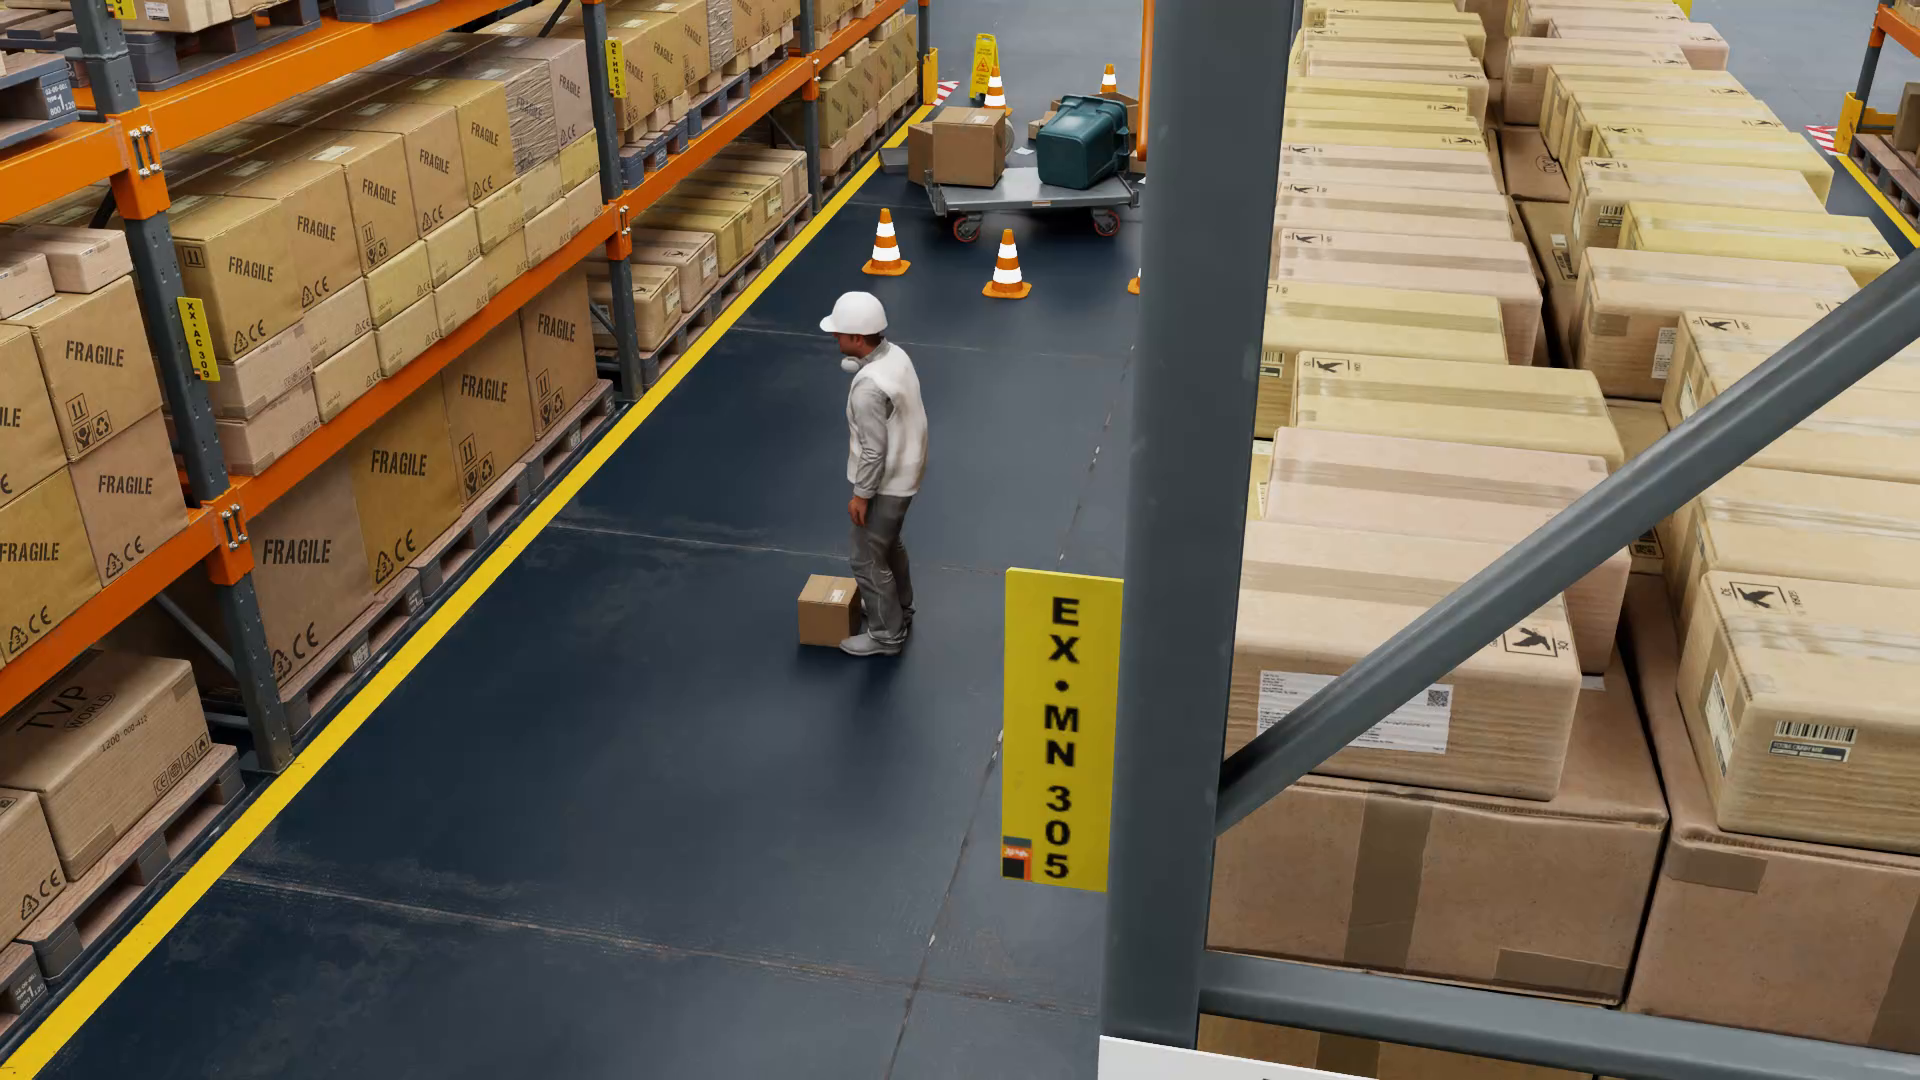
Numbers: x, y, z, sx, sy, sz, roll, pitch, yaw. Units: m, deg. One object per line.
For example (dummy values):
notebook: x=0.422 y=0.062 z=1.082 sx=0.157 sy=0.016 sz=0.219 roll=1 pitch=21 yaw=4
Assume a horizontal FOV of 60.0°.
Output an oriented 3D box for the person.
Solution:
person: x=-0.379 y=-0.300 z=7.646 sx=0.466 sy=1.771 sz=0.584 roll=6 pitch=29 yaw=10
